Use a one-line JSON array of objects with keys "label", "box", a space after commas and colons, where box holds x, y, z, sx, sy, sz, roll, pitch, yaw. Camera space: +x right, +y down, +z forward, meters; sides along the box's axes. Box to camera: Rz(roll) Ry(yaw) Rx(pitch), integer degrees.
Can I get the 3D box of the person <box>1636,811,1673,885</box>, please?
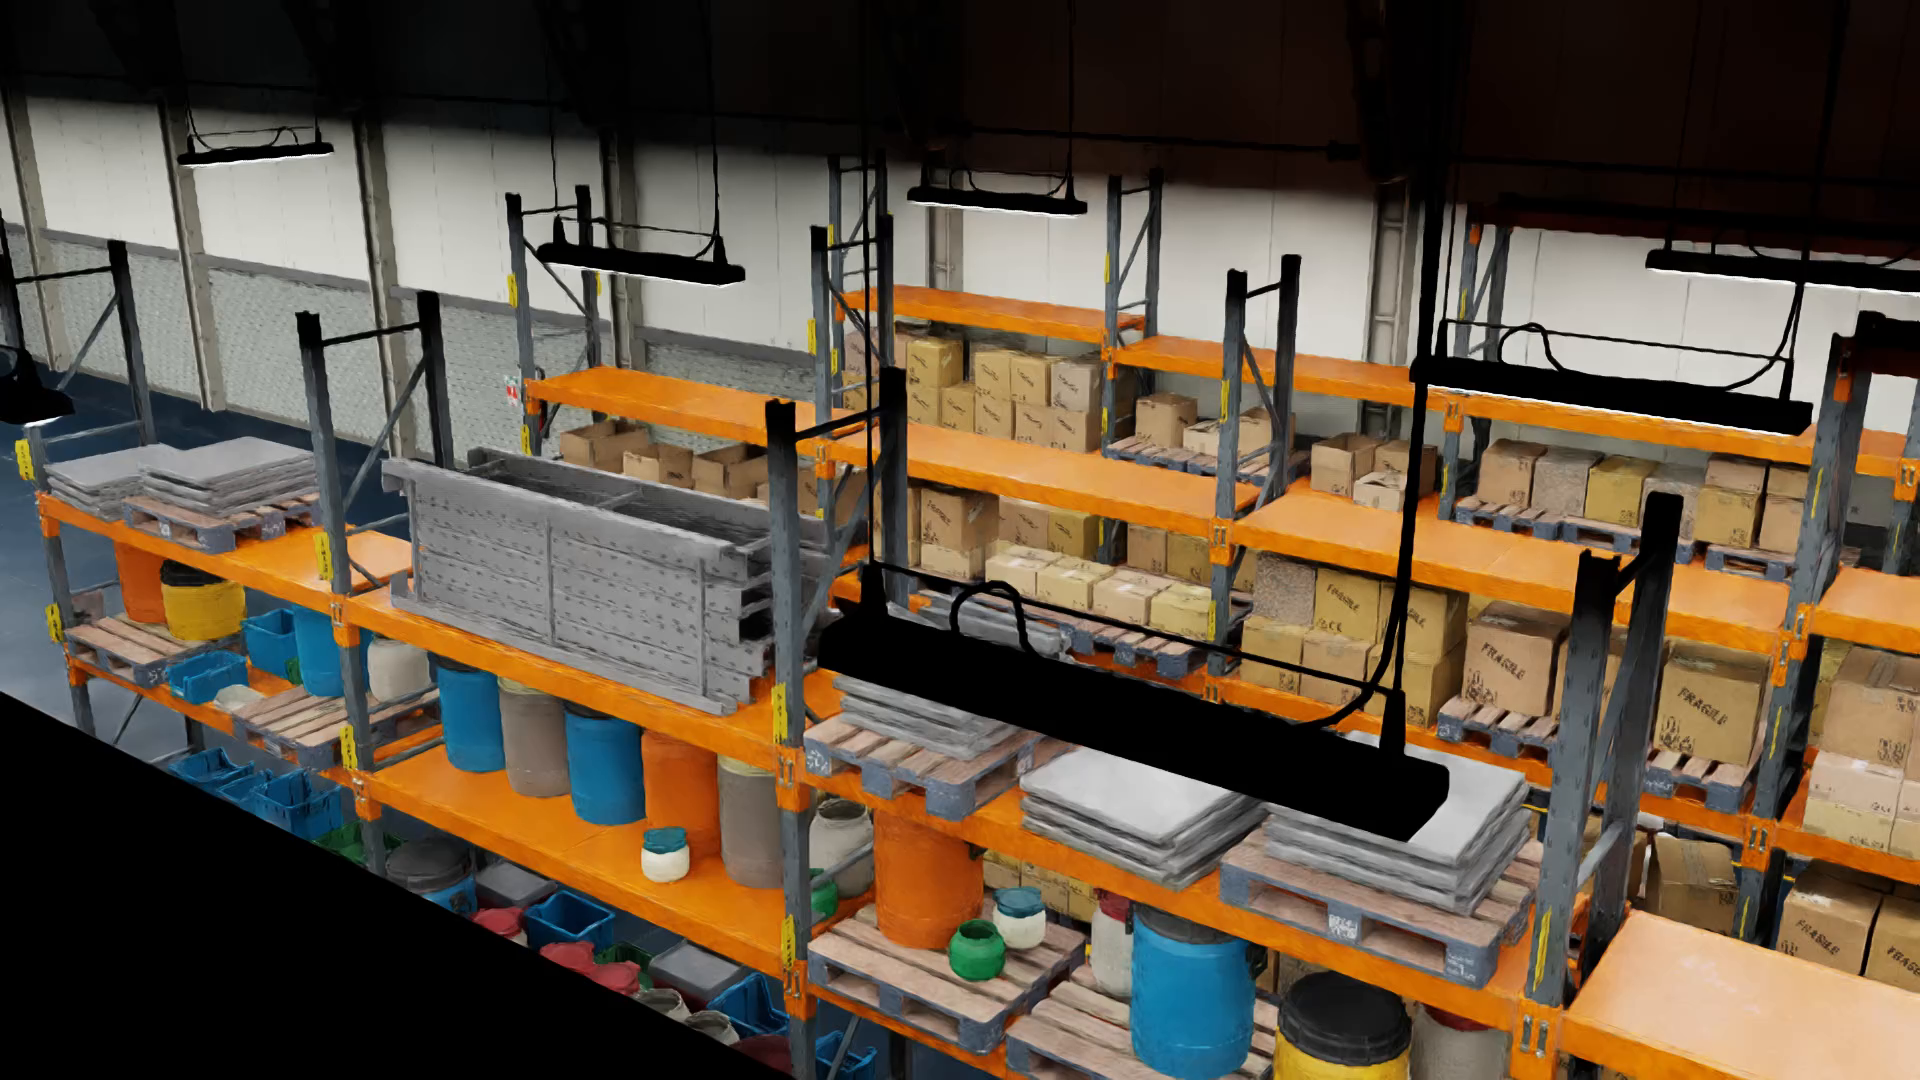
[{"label": "person", "box": [5.553, 2.952, 13.548, 1.111, 1.705, 0.564, 12, 22, 32]}]
